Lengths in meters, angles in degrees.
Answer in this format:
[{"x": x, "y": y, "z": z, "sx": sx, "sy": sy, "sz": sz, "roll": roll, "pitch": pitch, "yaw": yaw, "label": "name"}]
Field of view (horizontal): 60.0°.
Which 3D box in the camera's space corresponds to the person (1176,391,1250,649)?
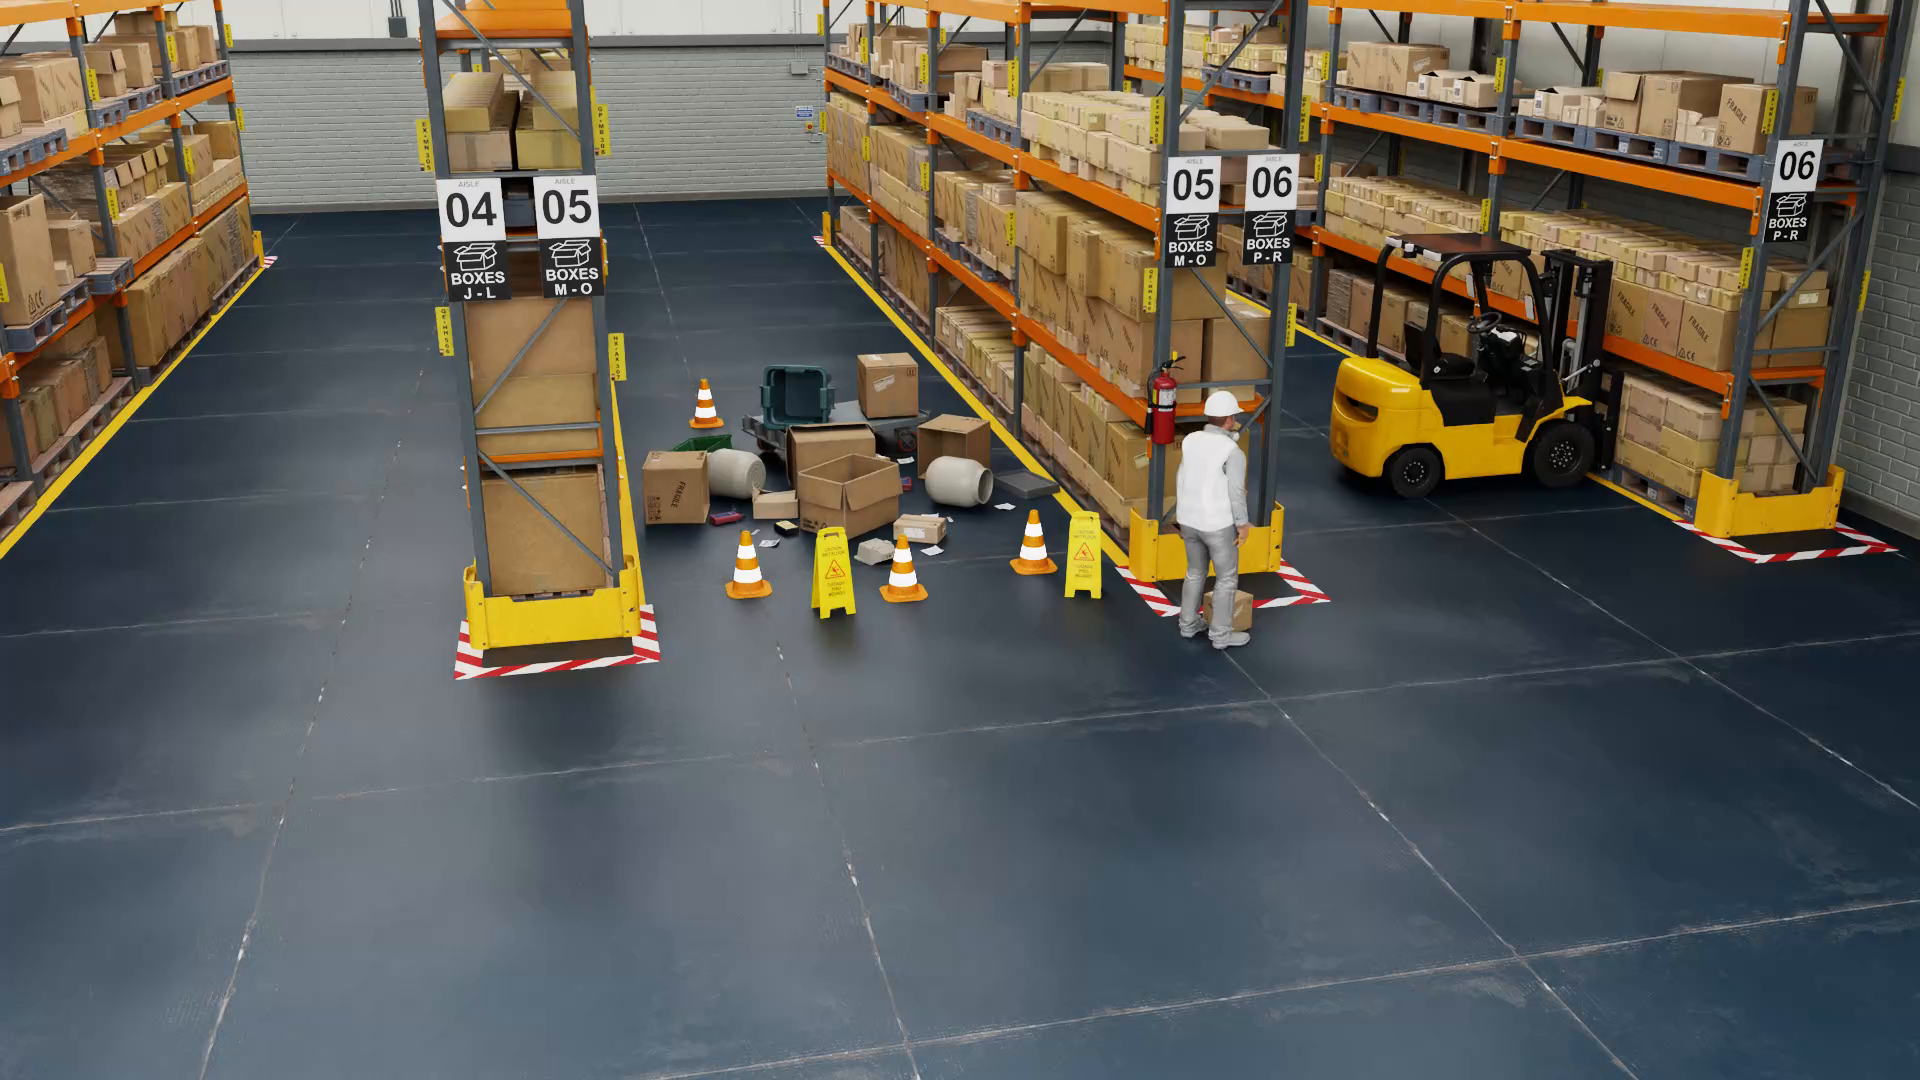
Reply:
[{"x": 1.736, "y": -0.149, "z": 11.450, "sx": 0.464, "sy": 1.771, "sz": 0.581, "roll": -16, "pitch": 25, "yaw": -38, "label": "person"}]
